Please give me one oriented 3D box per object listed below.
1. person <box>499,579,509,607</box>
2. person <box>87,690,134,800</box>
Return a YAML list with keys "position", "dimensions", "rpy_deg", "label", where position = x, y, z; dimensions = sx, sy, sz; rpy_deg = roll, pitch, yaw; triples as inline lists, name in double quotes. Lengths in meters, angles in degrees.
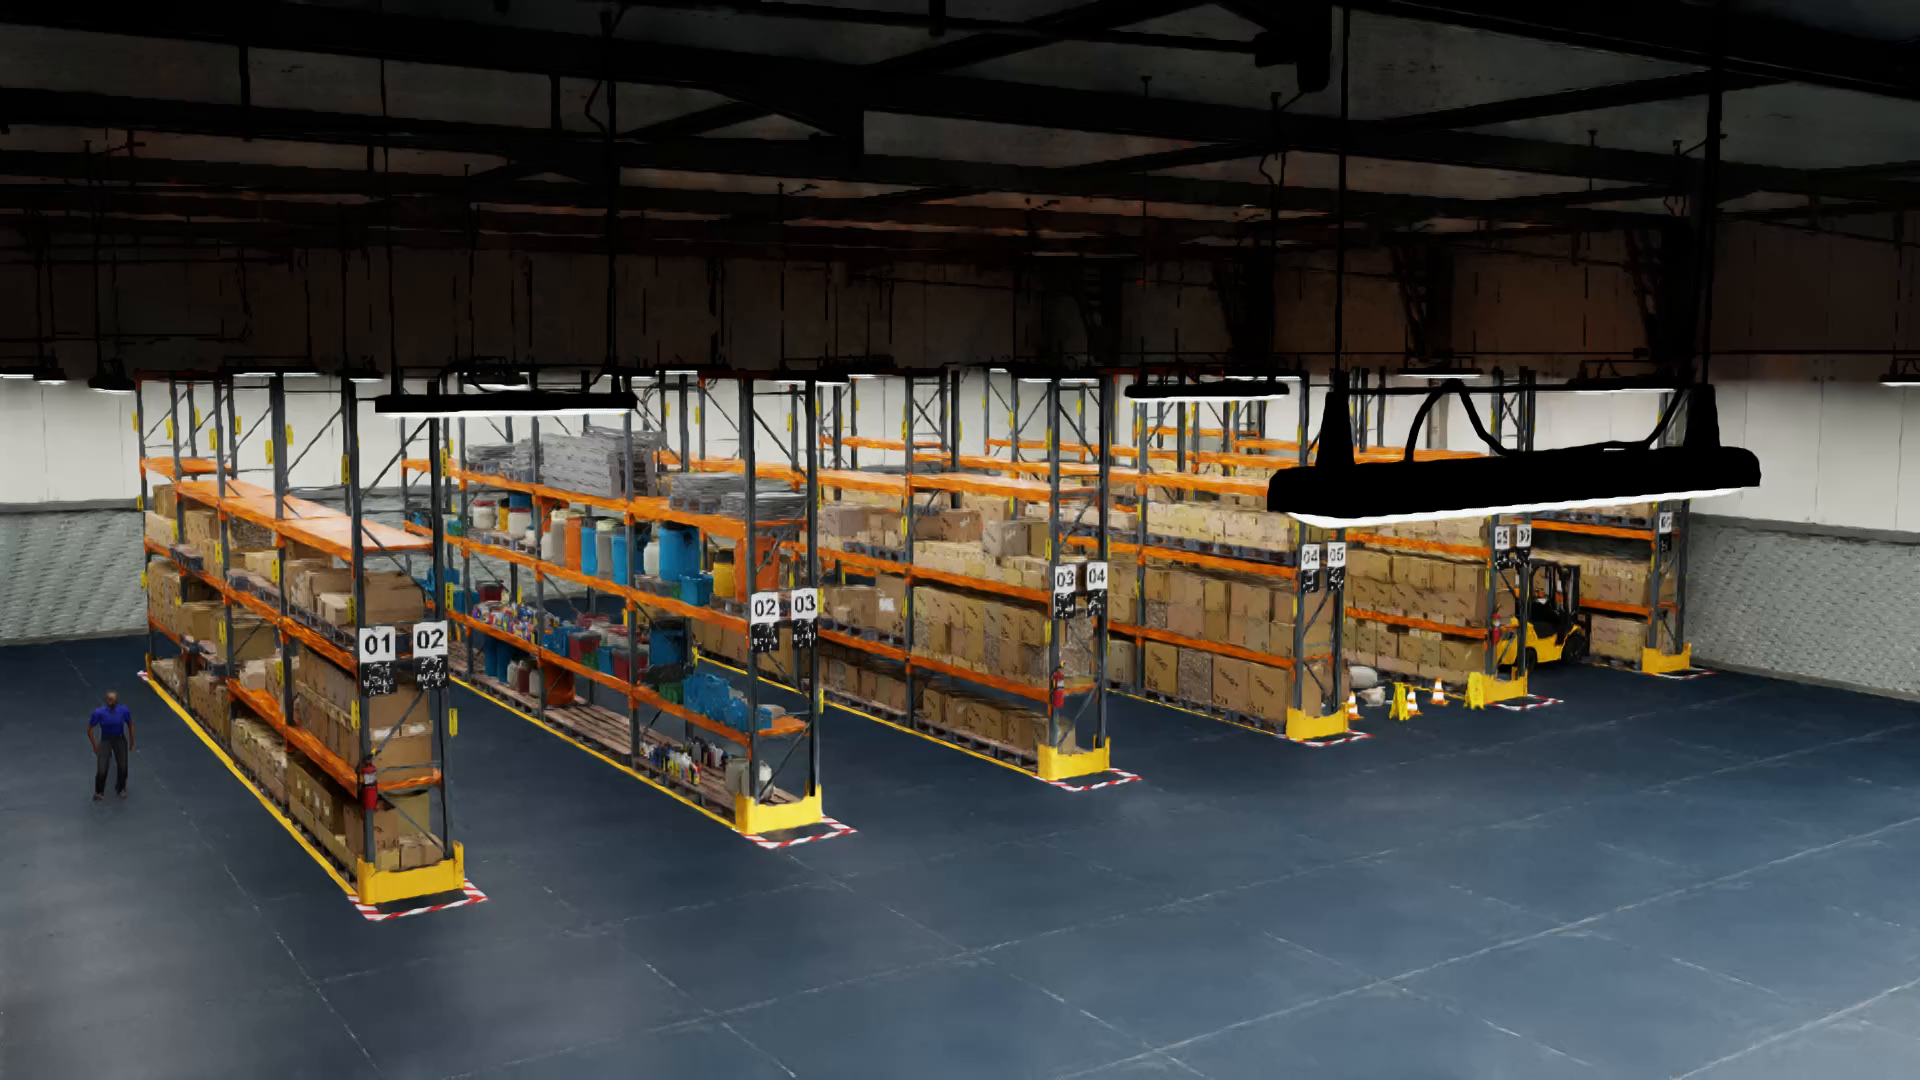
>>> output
- position: [-9.612, 1.594, 34.803]
  dimensions: [0.451, 1.586, 1.099]
  rpy_deg: [-5, 8, -36]
  label: "person"
- position: [-12.017, 2.889, 23.557]
  dimensions: [0.592, 1.604, 0.518]
  rpy_deg: [-5, 8, -36]
  label: "person"
